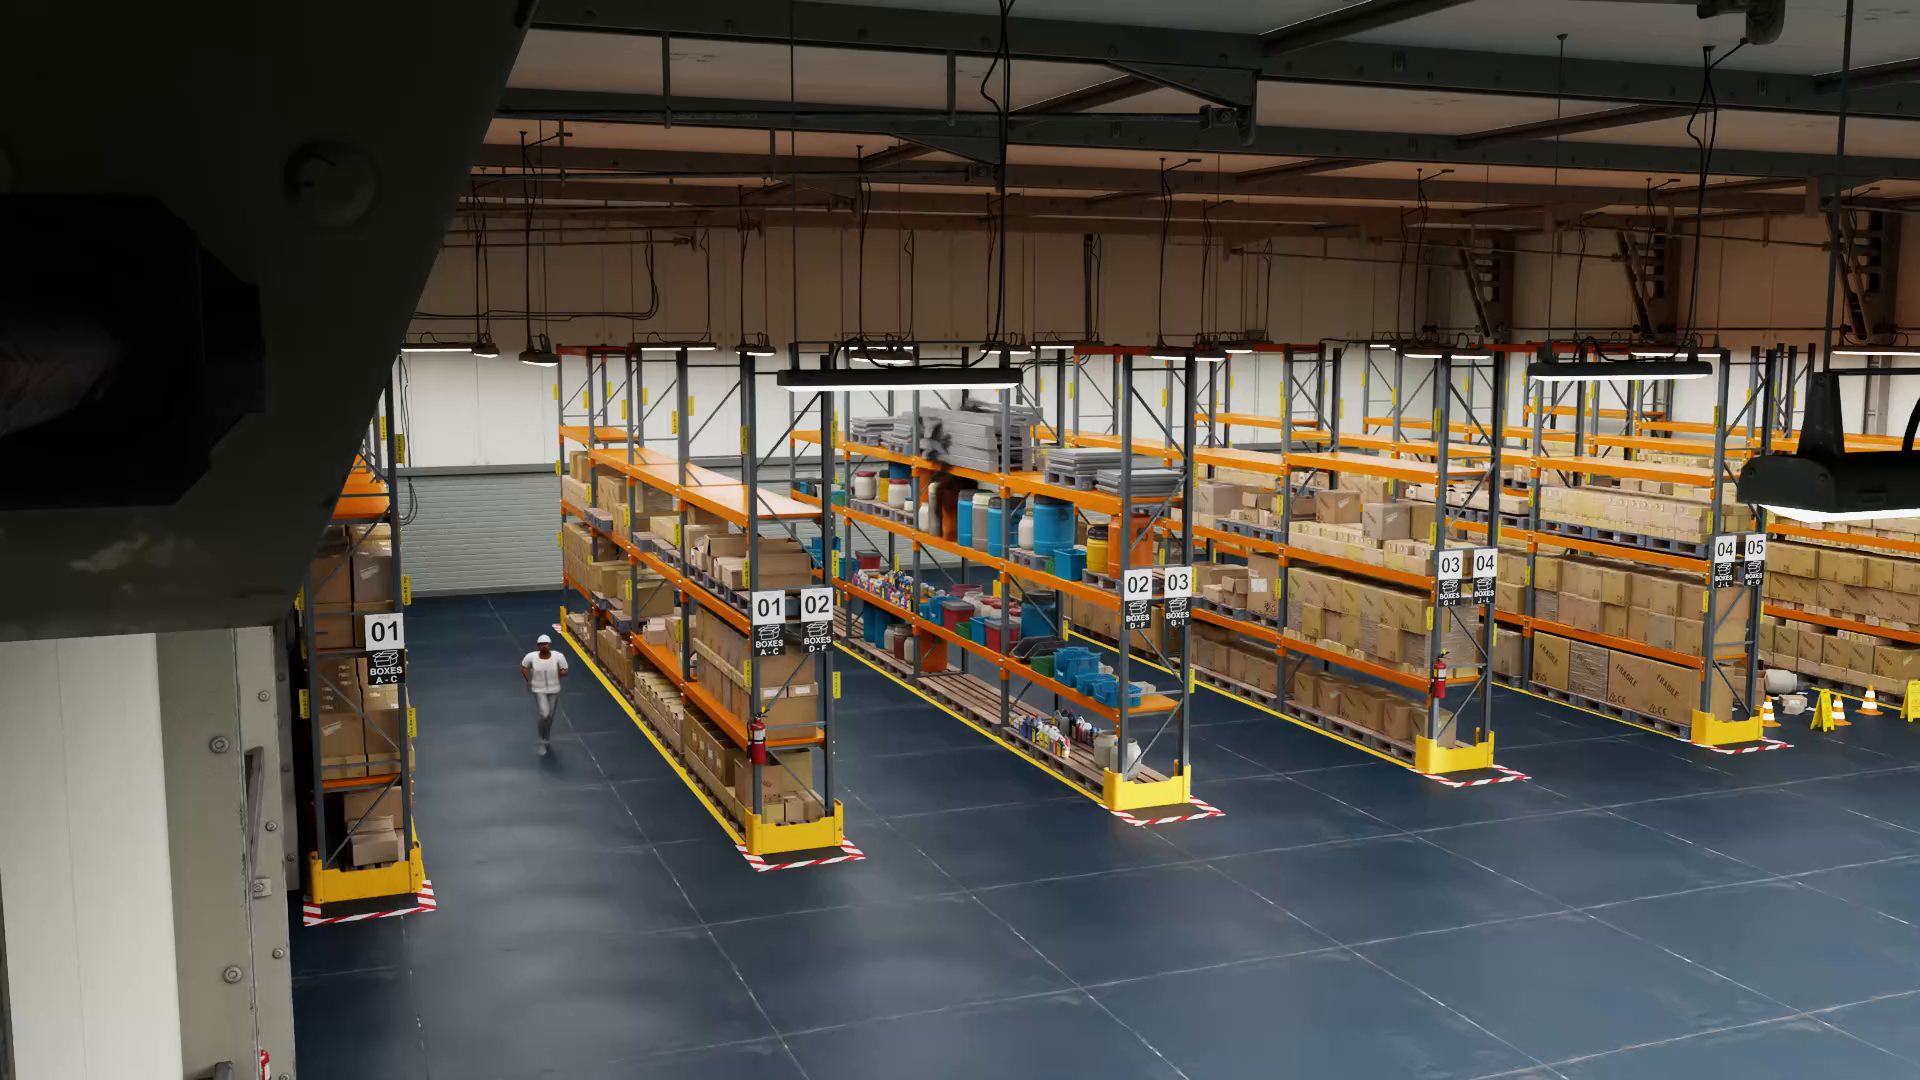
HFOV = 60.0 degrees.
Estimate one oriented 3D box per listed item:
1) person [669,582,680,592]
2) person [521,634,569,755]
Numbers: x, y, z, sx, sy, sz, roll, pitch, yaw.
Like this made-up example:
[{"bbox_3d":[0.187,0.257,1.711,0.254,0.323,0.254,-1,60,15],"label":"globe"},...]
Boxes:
[{"bbox_3d":[-5.903,1.096,35.073,0.827,1.617,0.503,6,10,40],"label":"person"},{"bbox_3d":[-6.194,2.313,24.959,0.660,1.828,0.749,-4,8,-26],"label":"person"}]
